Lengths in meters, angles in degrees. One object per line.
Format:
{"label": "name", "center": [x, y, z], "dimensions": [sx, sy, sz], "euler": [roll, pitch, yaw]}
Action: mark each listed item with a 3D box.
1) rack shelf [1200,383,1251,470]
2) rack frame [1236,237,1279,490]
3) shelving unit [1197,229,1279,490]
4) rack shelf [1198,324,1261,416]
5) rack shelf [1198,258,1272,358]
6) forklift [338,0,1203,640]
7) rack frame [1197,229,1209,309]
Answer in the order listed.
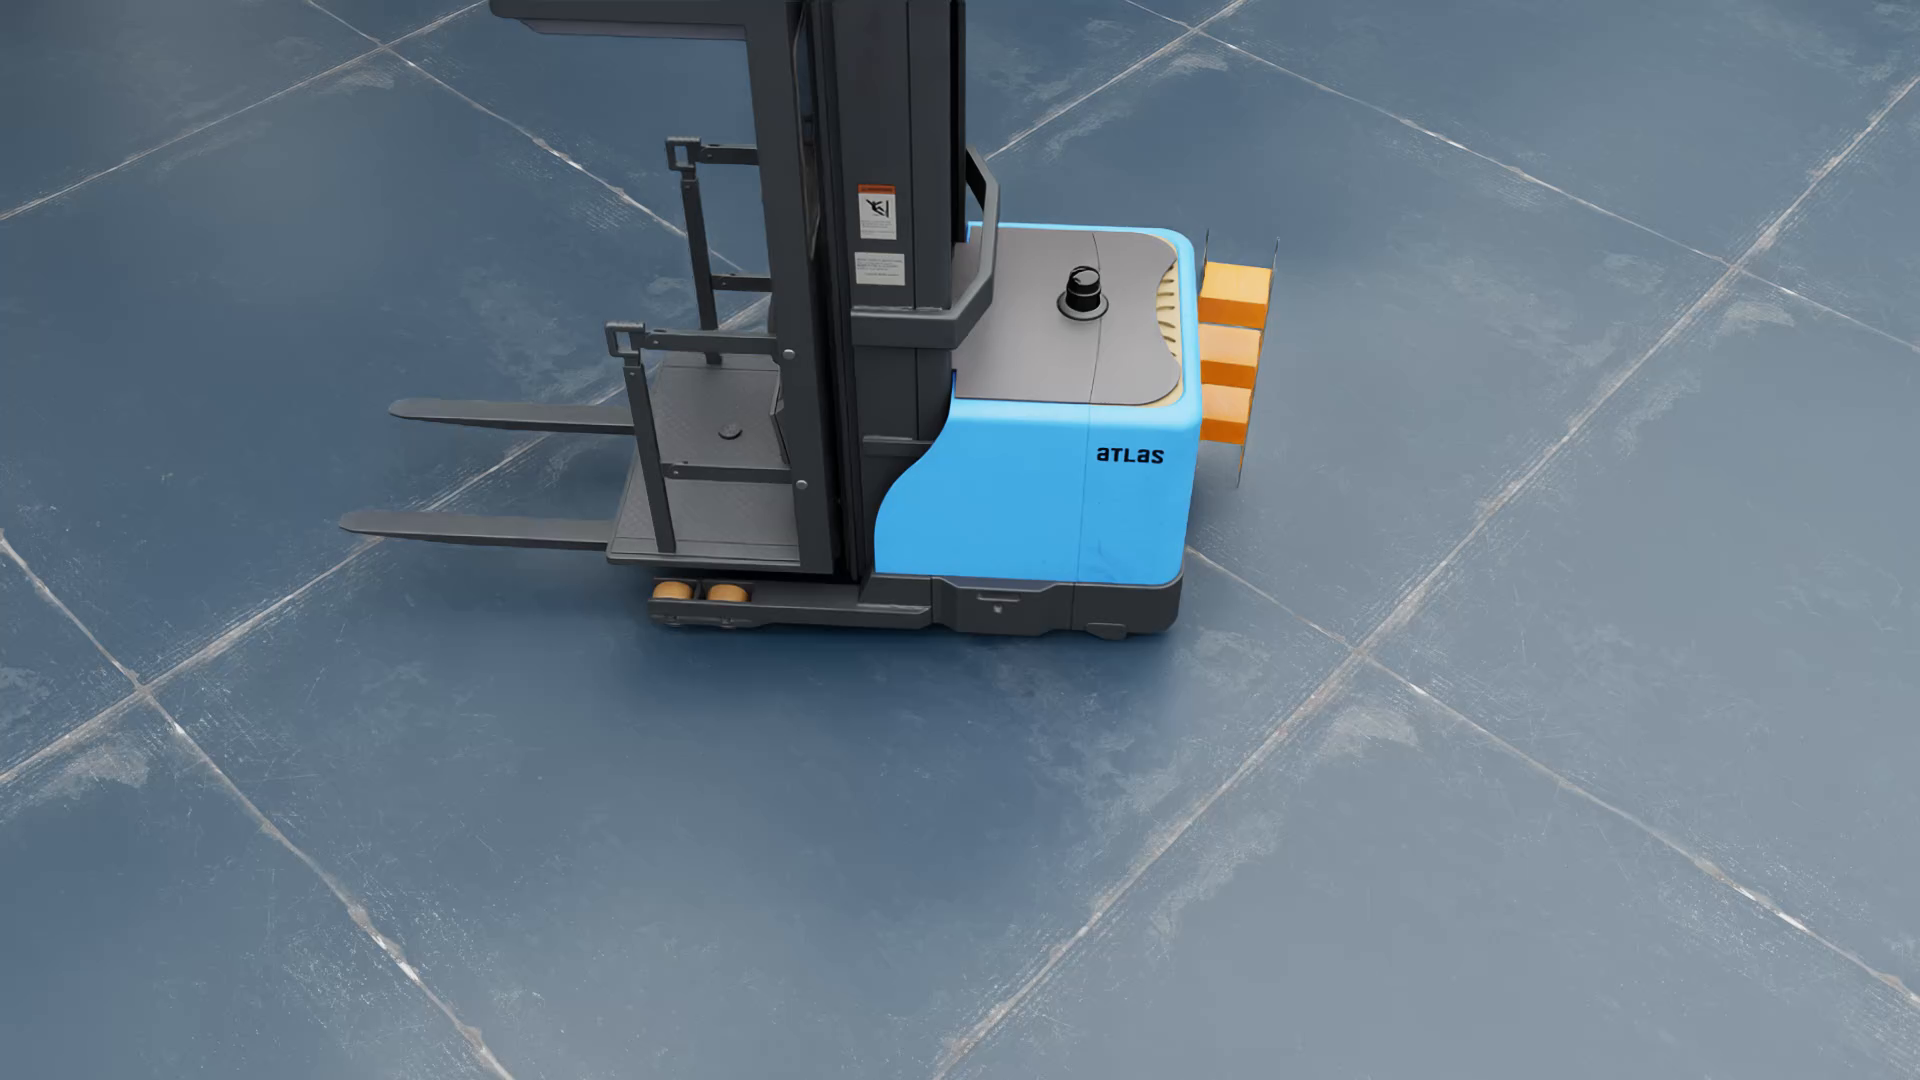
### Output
{"label": "rack shelf", "center": [0.972, -0.445, 6.344], "dimensions": [0.240, 0.259, 0.215], "euler": [8, 47, 7]}
{"label": "rack frame", "center": [1.092, -0.626, 6.118], "dimensions": [0.008, 1.050, 0.200], "euler": [8, 47, 7]}
{"label": "shelving unit", "center": [0.972, -0.643, 6.133], "dimensions": [0.252, 1.050, 0.215], "euler": [8, 47, 7]}
{"label": "rack shelf", "center": [0.972, -0.636, 6.141], "dimensions": [0.240, 0.259, 0.215], "euler": [8, 47, 7]}
{"label": "rack shelf", "center": [0.972, -0.830, 5.934], "dimensions": [0.240, 0.259, 0.215], "euler": [8, 47, 7]}
{"label": "forklift", "center": [-0.711, -1.072, 5.246], "dimensions": [3.031, 2.935, 1.130], "euler": [3, 47, 2]}
{"label": "rack frame", "center": [0.852, -0.660, 6.149], "dimensions": [0.008, 1.050, 0.200], "euler": [8, 47, 7]}
